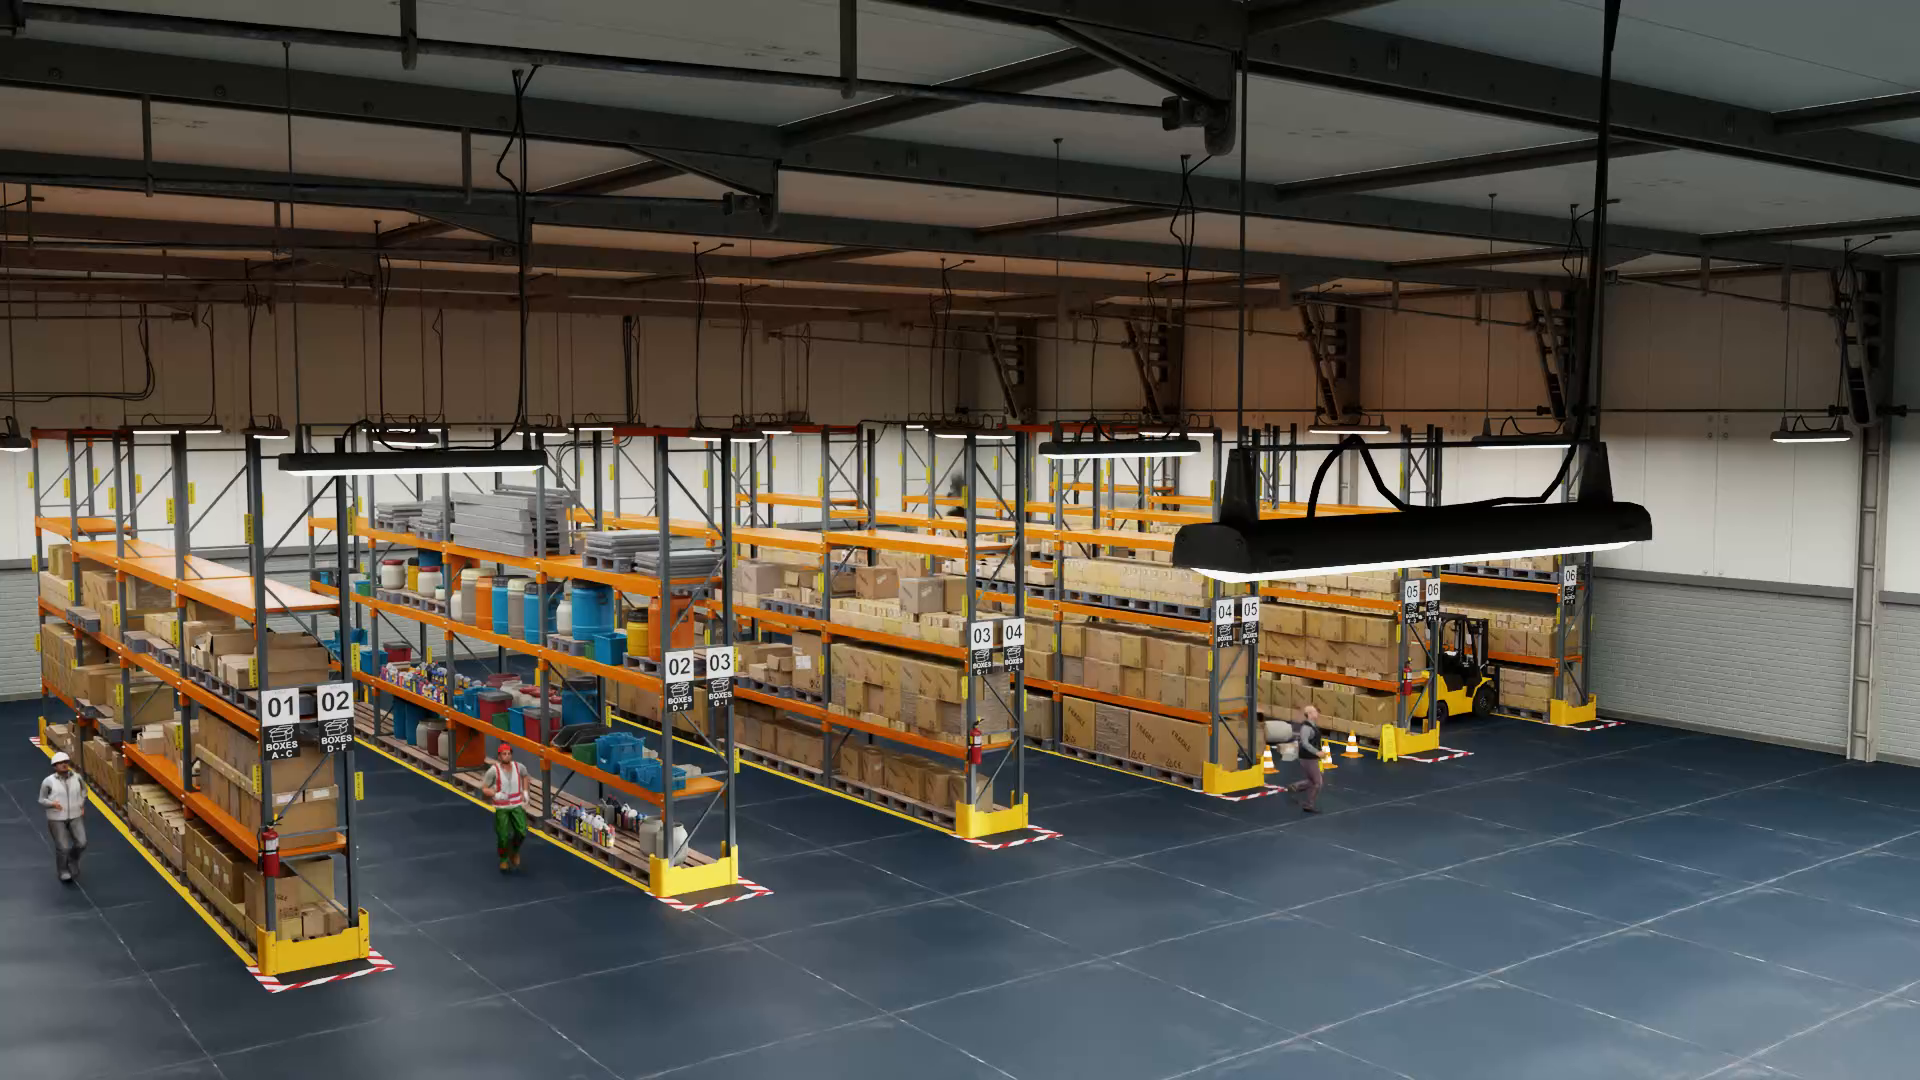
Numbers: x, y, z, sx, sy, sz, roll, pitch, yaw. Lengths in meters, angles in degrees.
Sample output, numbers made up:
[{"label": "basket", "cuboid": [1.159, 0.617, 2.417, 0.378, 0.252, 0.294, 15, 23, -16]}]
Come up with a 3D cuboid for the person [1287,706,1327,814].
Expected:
[{"label": "person", "cuboid": [5.484, 3.446, 26.192, 0.582, 1.689, 0.704, 1, 5, 14]}]

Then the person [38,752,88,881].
[{"label": "person", "cuboid": [-11.943, 3.706, 22.252, 0.648, 1.726, 0.590, -4, 6, -44]}]

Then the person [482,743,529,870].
[{"label": "person", "cuboid": [-6.161, 3.655, 22.692, 0.685, 1.757, 0.623, -2, 5, -29]}]
